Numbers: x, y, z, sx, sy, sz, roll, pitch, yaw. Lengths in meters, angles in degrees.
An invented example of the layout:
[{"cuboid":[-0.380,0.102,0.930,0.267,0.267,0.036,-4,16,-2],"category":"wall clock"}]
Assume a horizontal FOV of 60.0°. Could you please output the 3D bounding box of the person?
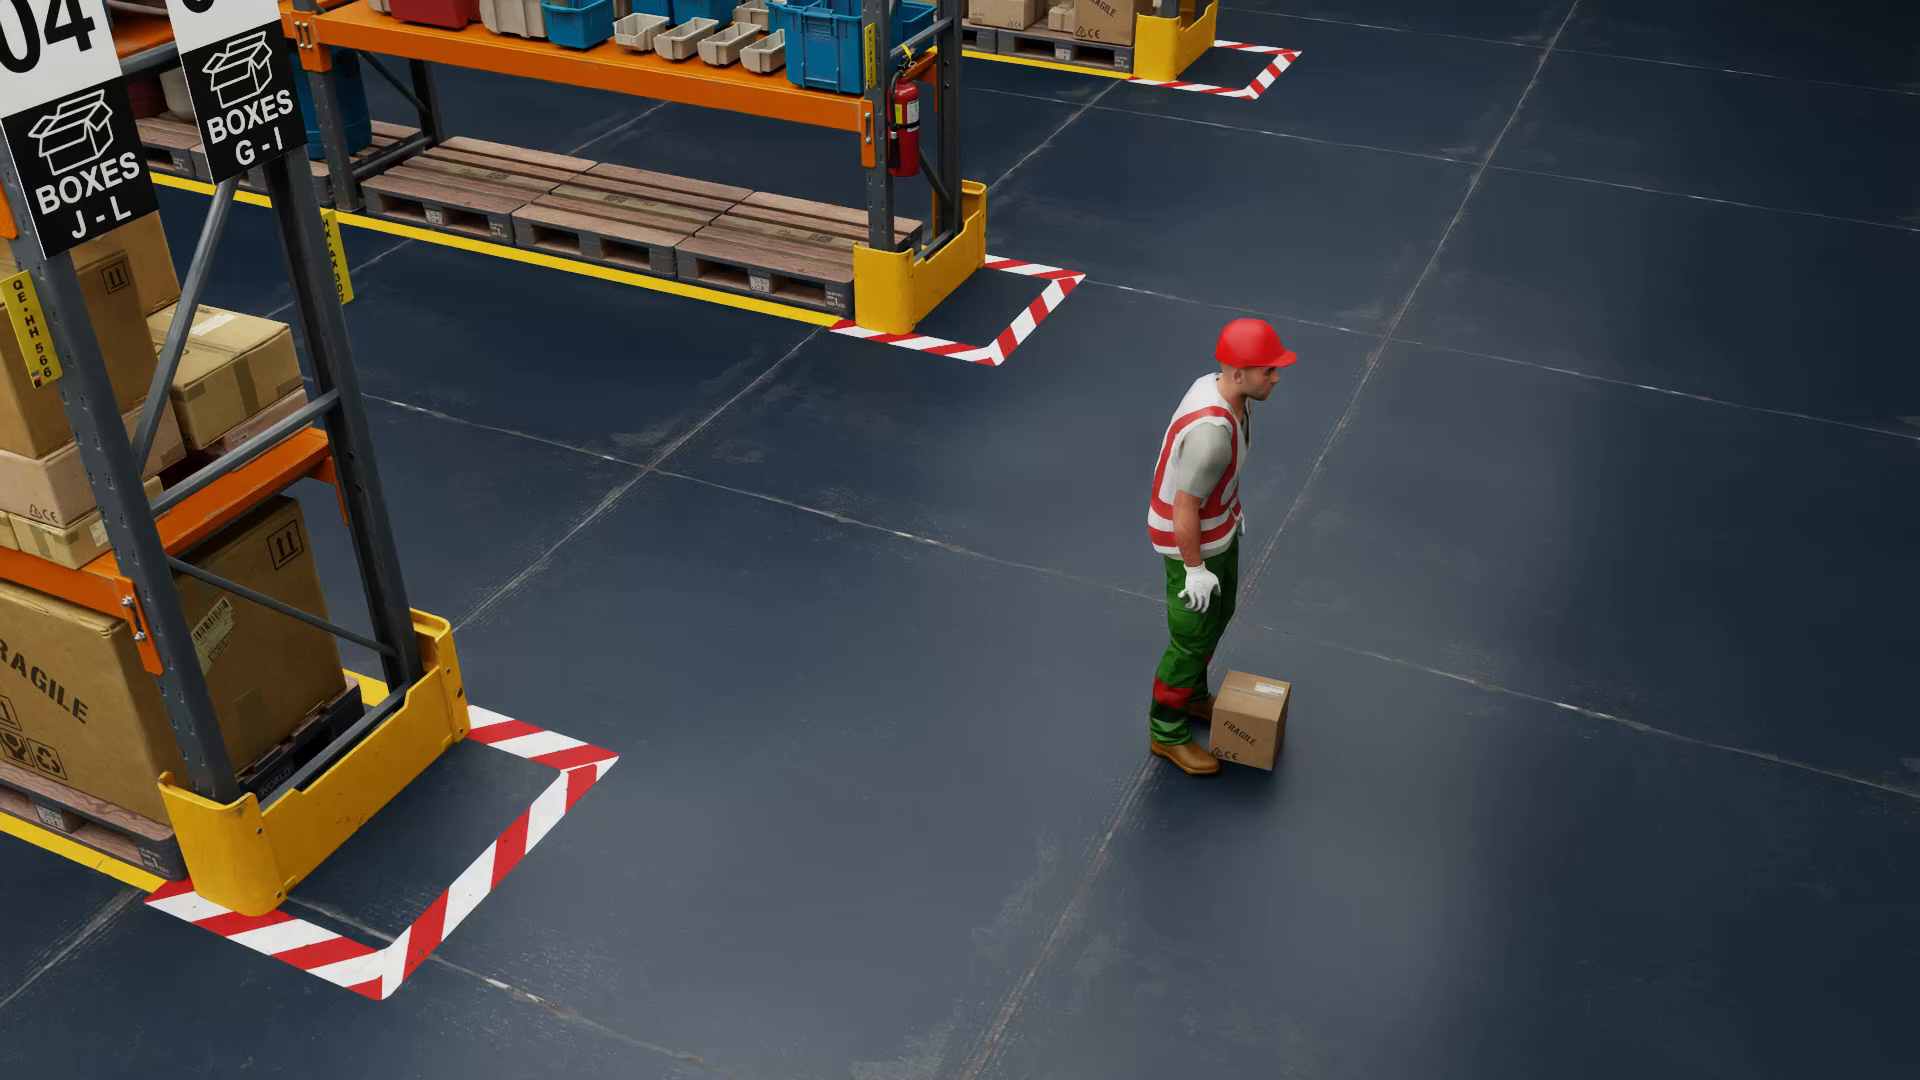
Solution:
[{"cuboid":[0.925,0.001,6.126,0.453,1.778,0.616,12,35,18],"category":"person"}]
